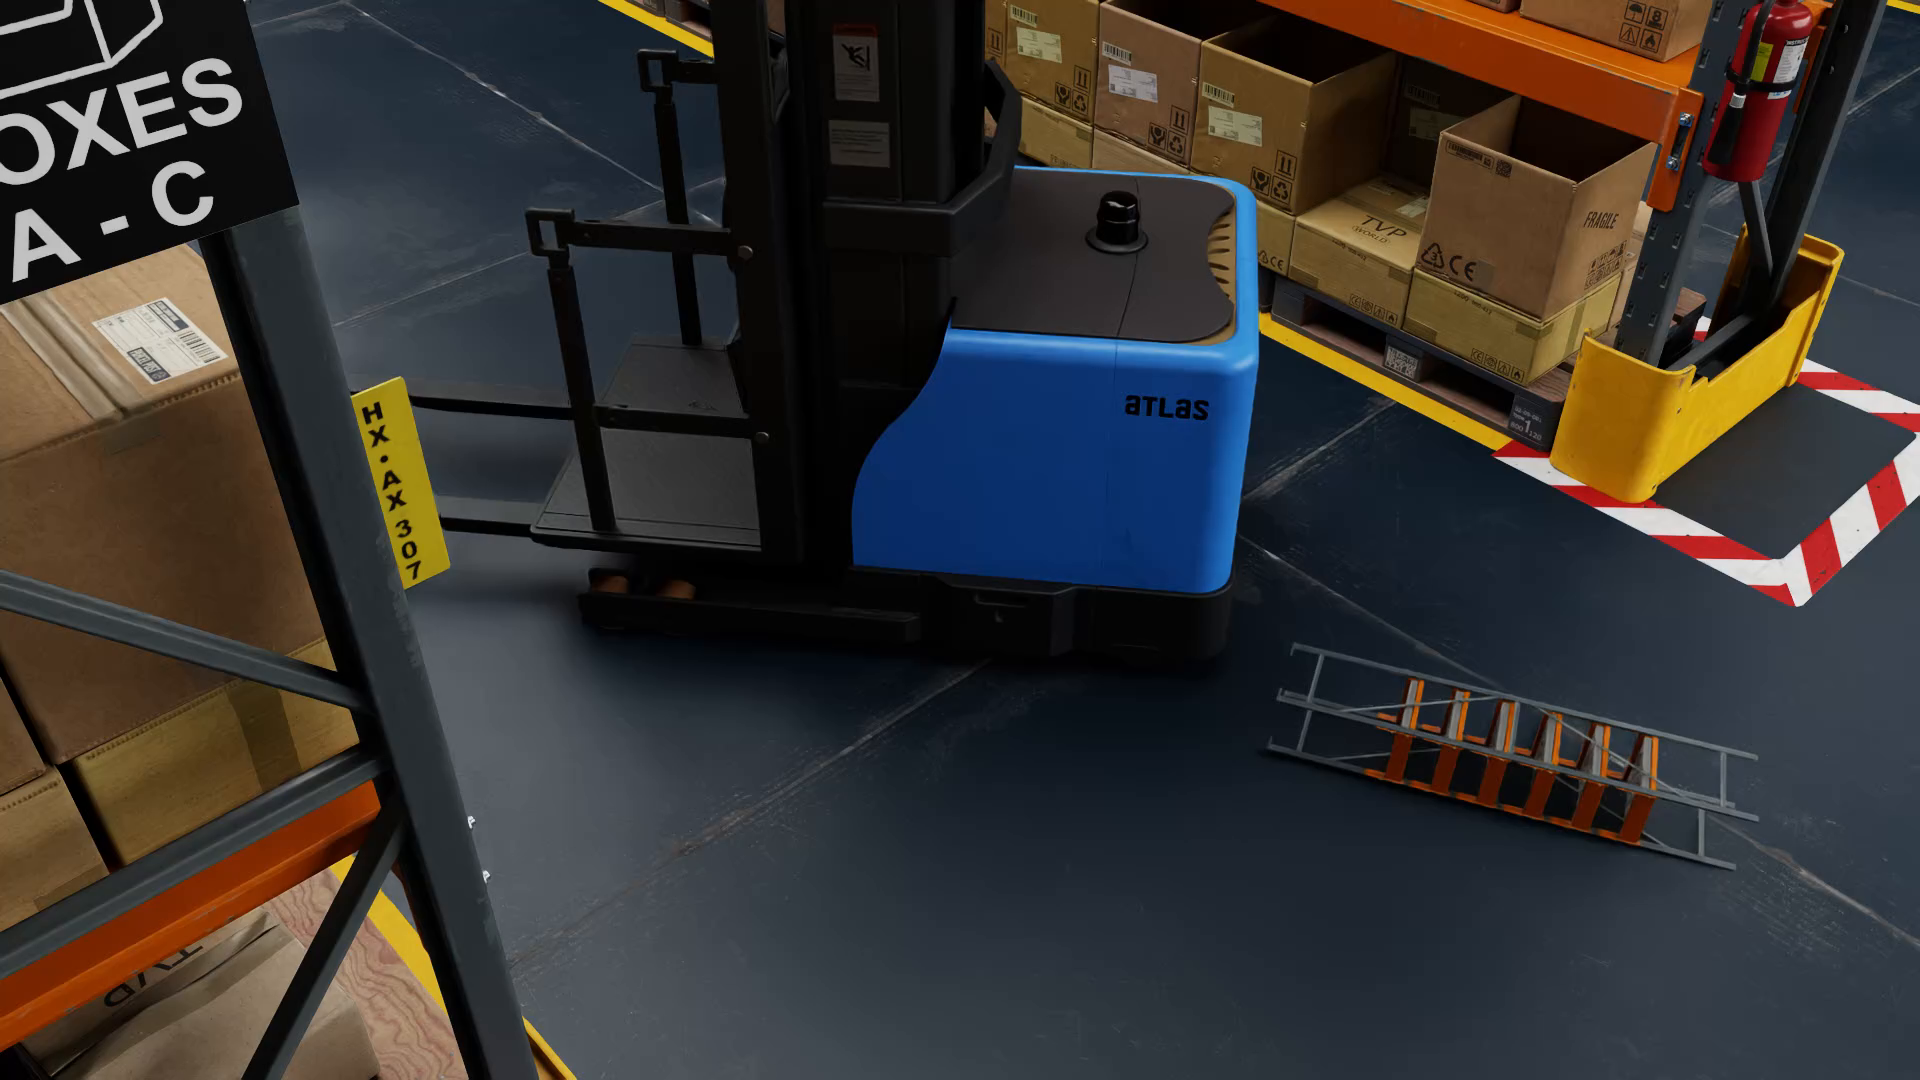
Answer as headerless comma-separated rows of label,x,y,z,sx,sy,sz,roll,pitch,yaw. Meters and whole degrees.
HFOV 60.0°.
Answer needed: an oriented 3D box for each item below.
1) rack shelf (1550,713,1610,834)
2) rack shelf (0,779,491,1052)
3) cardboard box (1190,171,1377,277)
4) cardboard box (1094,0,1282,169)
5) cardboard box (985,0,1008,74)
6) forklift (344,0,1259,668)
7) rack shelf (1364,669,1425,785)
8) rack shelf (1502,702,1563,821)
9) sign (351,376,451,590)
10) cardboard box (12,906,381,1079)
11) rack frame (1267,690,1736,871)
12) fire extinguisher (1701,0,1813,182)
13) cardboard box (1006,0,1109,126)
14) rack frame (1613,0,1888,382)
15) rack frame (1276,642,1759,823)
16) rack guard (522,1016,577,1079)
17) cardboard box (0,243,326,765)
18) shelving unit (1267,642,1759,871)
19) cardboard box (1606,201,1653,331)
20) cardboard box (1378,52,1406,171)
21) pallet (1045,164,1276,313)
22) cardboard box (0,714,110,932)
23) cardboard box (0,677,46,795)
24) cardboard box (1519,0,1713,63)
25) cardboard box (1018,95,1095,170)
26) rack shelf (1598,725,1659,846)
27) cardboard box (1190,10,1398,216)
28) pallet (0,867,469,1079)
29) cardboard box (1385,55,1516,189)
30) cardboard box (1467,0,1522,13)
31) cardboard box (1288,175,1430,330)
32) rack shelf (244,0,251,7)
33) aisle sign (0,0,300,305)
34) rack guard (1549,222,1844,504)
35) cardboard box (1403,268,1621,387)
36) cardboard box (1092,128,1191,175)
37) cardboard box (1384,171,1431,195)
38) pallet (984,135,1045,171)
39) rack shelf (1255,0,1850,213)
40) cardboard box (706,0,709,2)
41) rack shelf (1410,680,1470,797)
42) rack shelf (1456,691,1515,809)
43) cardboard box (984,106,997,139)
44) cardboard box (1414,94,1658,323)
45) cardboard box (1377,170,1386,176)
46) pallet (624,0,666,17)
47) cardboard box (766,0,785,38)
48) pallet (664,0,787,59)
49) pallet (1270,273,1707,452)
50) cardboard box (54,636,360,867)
rack shelf,1.622,0.604,4.337,0.103,0.180,0.258,13,41,15
rack shelf,-2.520,-0.146,3.616,1.077,0.370,4.000,-30,48,-32
cardboard box,1.212,-1.280,6.302,0.500,0.250,0.500,-30,48,-32
cardboard box,0.873,-1.802,6.352,0.500,0.500,0.500,-30,48,-32
cardboard box,0.200,-2.268,6.928,0.500,0.500,0.500,-30,48,-32
forklift,-0.683,-1.183,4.381,3.031,2.935,1.130,5,39,6
rack shelf,1.171,0.496,4.458,0.103,0.180,0.258,13,41,15
rack shelf,1.510,0.577,4.367,0.103,0.180,0.258,13,41,15
sign,-0.768,-0.067,2.257,0.100,0.325,0.005,-30,48,-32
cardboard box,-1.569,1.016,3.394,0.500,0.311,0.500,29,47,31
rack frame,1.437,0.631,4.444,1.200,0.006,0.240,13,41,15
fire extinguisher,2.217,-1.325,4.564,0.296,0.674,0.183,-30,48,-32
cardboard box,0.533,-2.033,6.637,0.500,0.500,0.500,-30,48,-32
rack frame,2.479,-1.607,4.852,1.000,3.000,0.127,-30,48,-32
rack frame,1.440,0.489,4.328,1.200,0.006,0.240,13,41,15
rack guard,-1.219,1.437,3.073,1.175,0.500,0.348,-30,48,-32
cardboard box,-1.269,-0.090,2.481,0.500,0.500,0.500,-30,48,-32
shelving unit,1.438,0.560,4.386,1.200,0.189,0.258,13,41,15
cardboard box,2.280,-1.043,6.009,0.500,0.250,0.500,-30,48,-32
cardboard box,1.593,-1.791,6.338,0.500,0.500,0.500,-30,48,-32
pallet,1.110,-1.423,6.843,1.003,0.211,1.213,-30,48,-32
cardboard box,-1.626,0.417,2.450,0.500,0.250,0.500,-29,47,-31
cardboard box,-1.643,0.131,2.207,0.500,0.500,0.500,-31,48,-32
cardboard box,2.172,-1.867,5.095,0.700,0.500,0.500,-30,48,-32
cardboard box,0.533,-1.741,6.873,0.500,0.250,0.500,-30,48,-32
rack shelf,1.735,0.631,4.307,0.103,0.180,0.258,13,41,15
cardboard box,1.210,-1.571,6.065,0.500,0.500,0.500,-30,48,-32
pallet,-1.742,1.159,3.647,1.003,0.211,1.213,-30,48,-32
cardboard box,1.940,-1.566,6.058,0.500,0.500,0.500,-30,48,-32
cardboard box,1.814,-2.108,5.393,0.700,0.500,0.500,-29,47,-31
cardboard box,1.551,-1.049,6.016,0.500,0.250,0.500,-30,48,-32
rack shelf,-2.520,-1.313,2.673,1.077,0.370,4.000,-30,48,-32
aisle sign,-0.898,-0.606,1.543,0.394,0.787,0.004,-30,48,-32
rack guard,2.495,-0.623,5.624,1.175,0.500,0.348,-30,48,-32
cardboard box,1.898,-0.823,5.736,0.500,0.250,0.500,-30,48,-32
cardboard box,0.875,-1.512,6.589,0.500,0.250,0.500,-30,48,-32
cardboard box,1.939,-1.273,6.293,0.500,0.250,0.500,-30,48,-32
pallet,0.280,-1.987,7.543,1.003,0.211,1.213,-30,48,-32
rack shelf,1.126,-2.253,6.224,1.077,0.370,4.000,-30,48,-32
cardboard box,-1.061,-2.855,8.252,0.500,0.250,0.500,-31,48,-32
rack shelf,1.284,0.523,4.428,0.103,0.180,0.258,13,41,15
rack shelf,1.397,0.550,4.397,0.103,0.180,0.258,13,41,15
cardboard box,0.198,-1.975,7.162,0.500,0.250,0.500,-30,48,-32
cardboard box,1.897,-1.114,5.499,0.500,0.500,0.500,-30,48,-32
cardboard box,1.601,-1.505,6.580,0.500,0.250,0.500,-30,48,-32
pallet,-1.583,-3.262,9.121,1.003,0.211,1.213,-30,48,-32
cardboard box,-0.721,-2.620,7.961,0.500,0.250,0.500,-30,48,-32
pallet,-0.754,-2.698,8.422,1.003,0.211,1.213,-30,48,-32
pallet,1.931,-0.858,6.144,1.003,0.211,1.213,-30,48,-32
cardboard box,-1.264,0.190,2.731,0.500,0.250,0.500,-31,48,-33
